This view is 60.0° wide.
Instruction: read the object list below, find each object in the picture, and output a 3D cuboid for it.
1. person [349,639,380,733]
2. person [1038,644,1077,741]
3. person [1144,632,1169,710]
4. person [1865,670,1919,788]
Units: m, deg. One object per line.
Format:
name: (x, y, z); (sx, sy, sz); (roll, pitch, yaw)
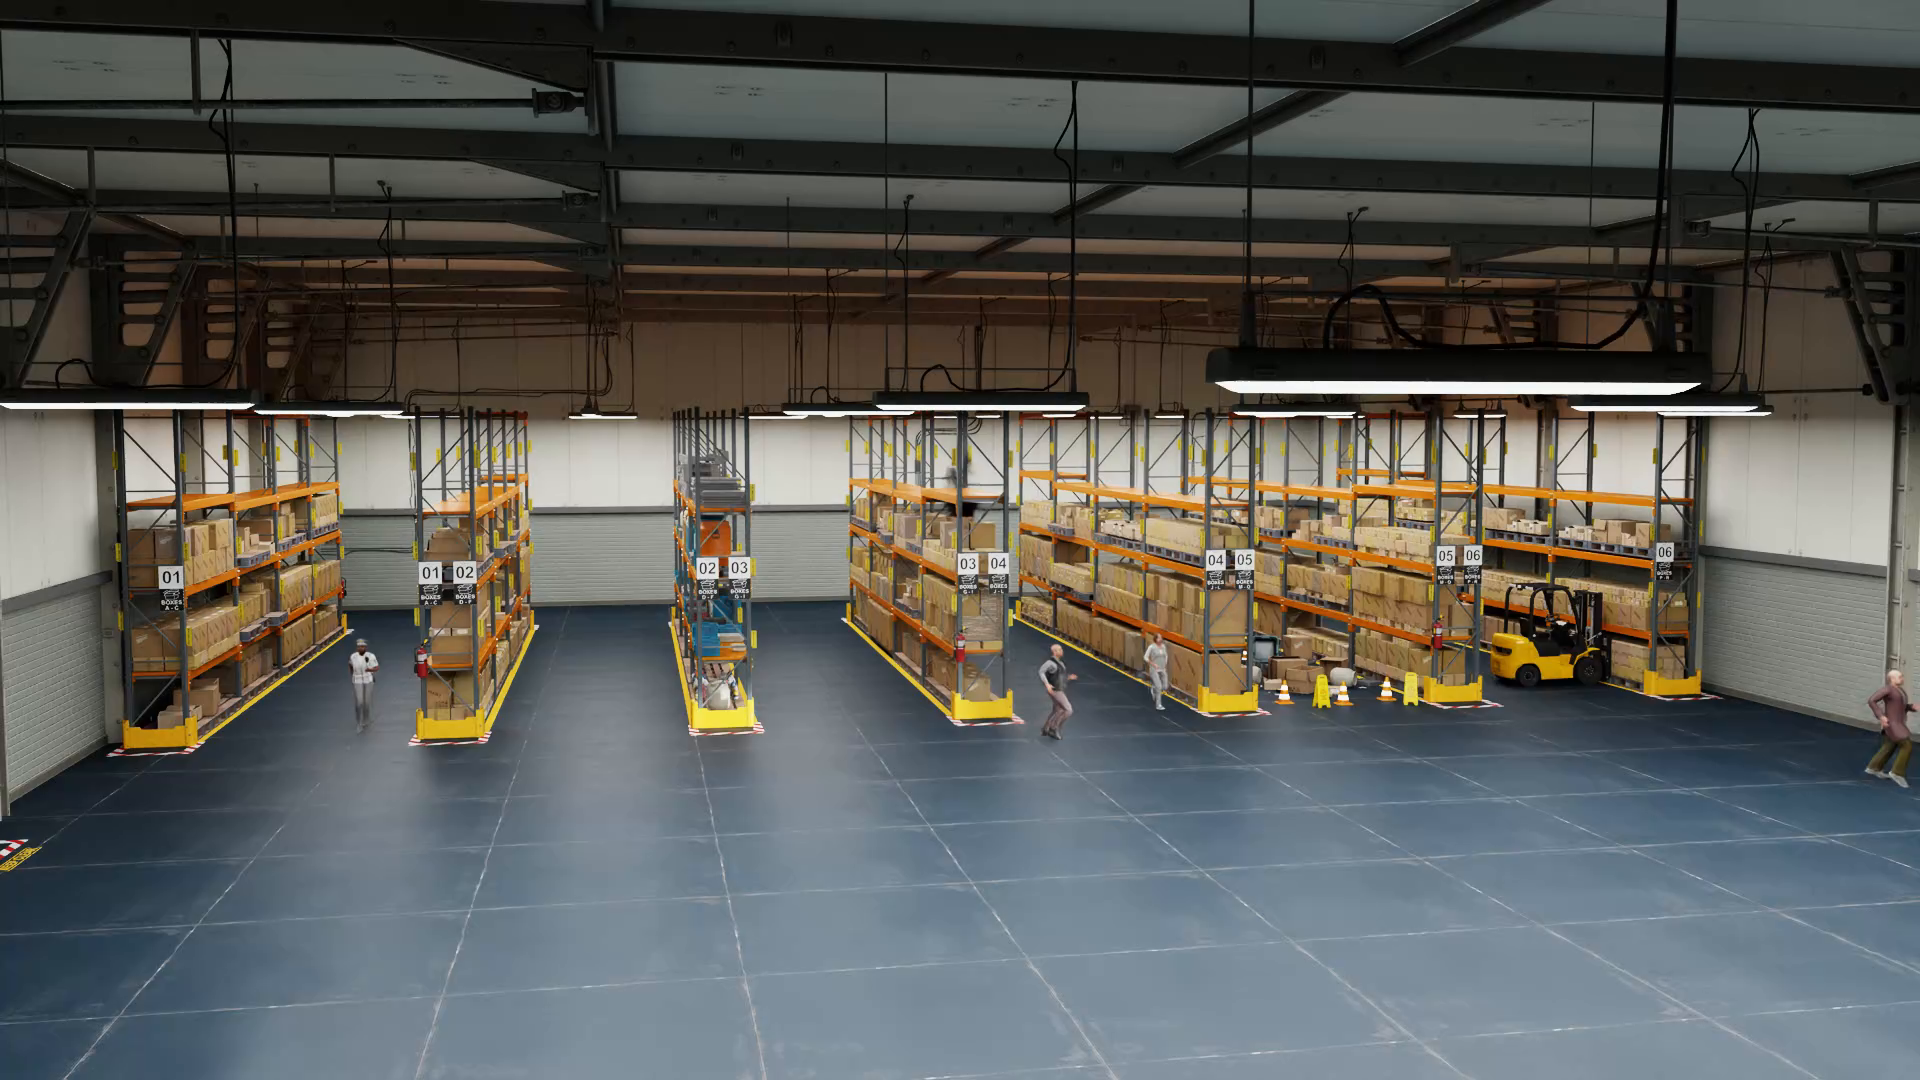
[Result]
person: (-11.071, 2.698, 30.915); (0.546, 1.766, 0.756); (-1, 4, -18)
person: (1.772, 2.740, 29.908); (0.693, 1.721, 0.634); (2, 4, 22)
person: (3.902, 2.593, 33.059); (0.532, 1.546, 0.559); (-2, 4, -25)
person: (14.744, 2.972, 26.253); (0.825, 1.842, 0.668); (4, 6, 45)
